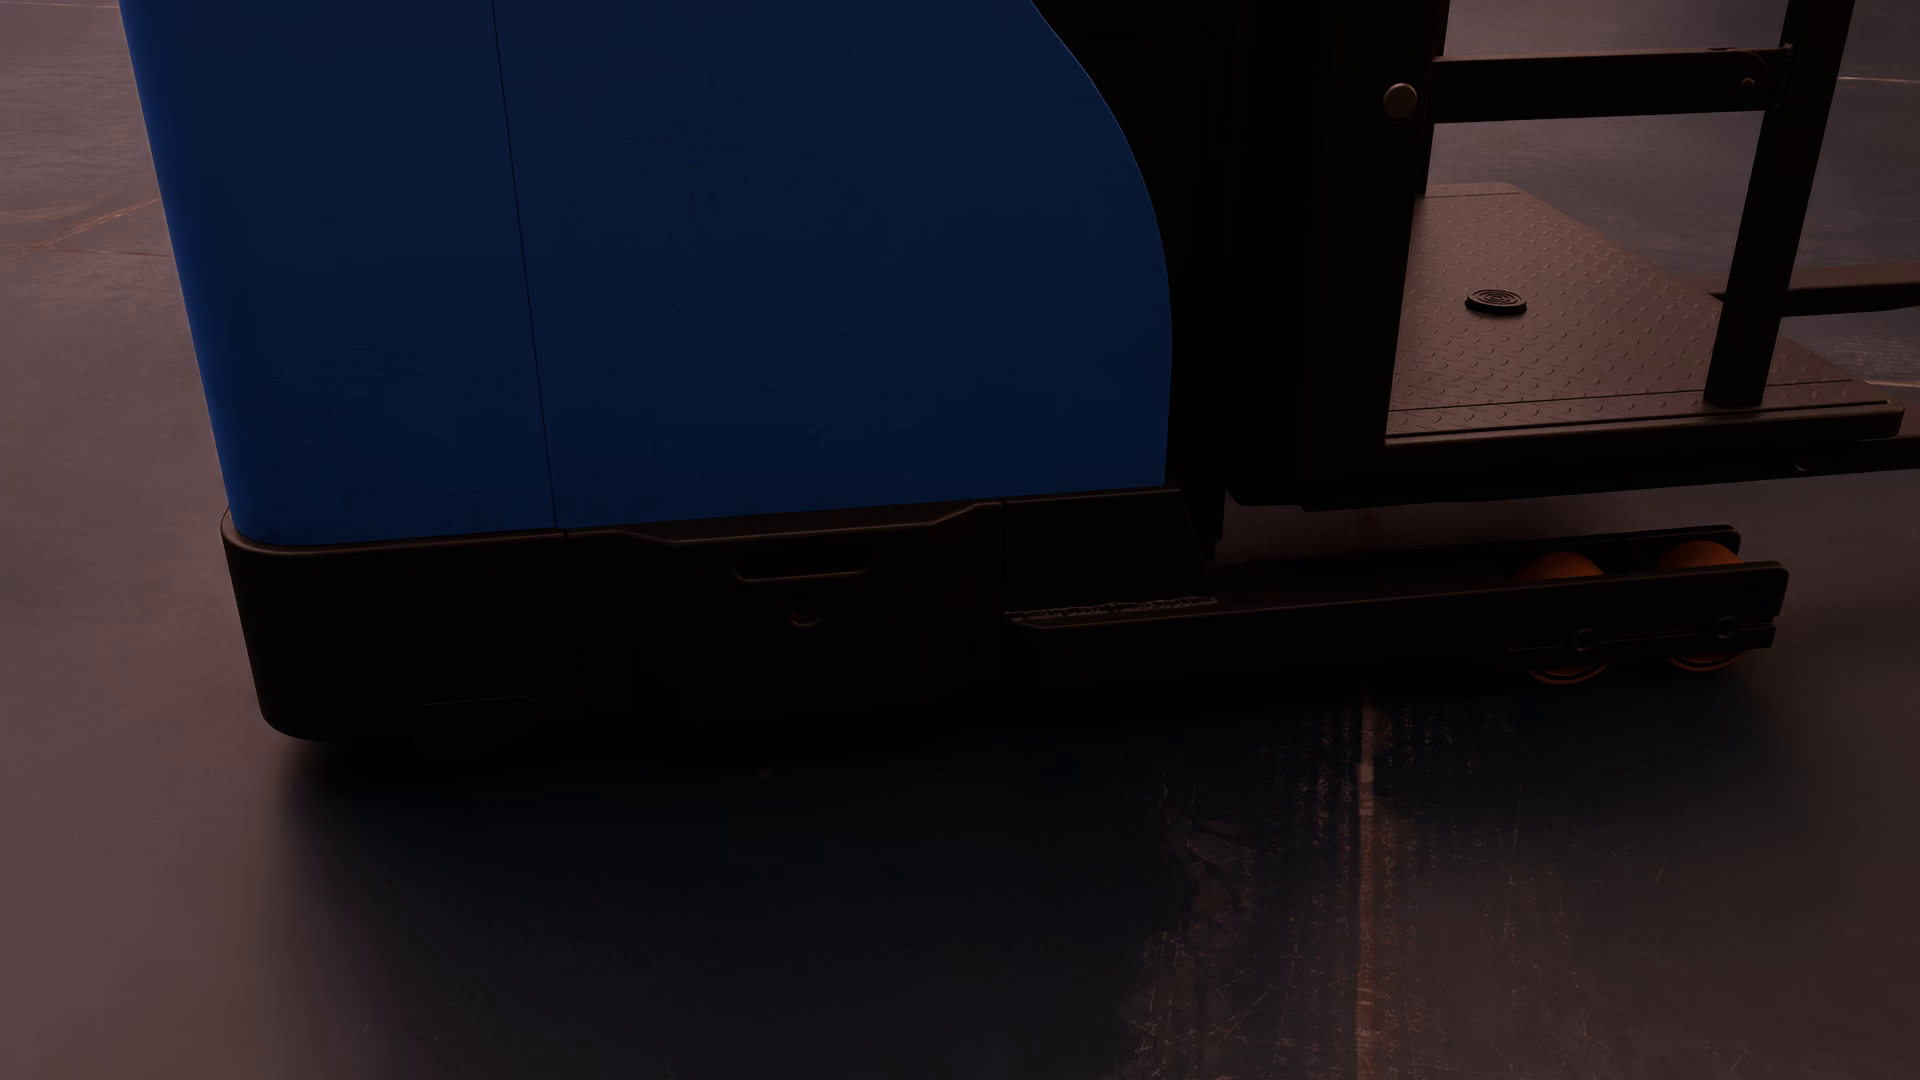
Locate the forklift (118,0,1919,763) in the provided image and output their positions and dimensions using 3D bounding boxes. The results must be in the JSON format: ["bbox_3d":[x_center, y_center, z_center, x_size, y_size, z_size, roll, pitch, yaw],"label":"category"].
[{"bbox_3d":[0.600,-1.354,1.930,3.031,2.935,1.130,-4,27,-9],"label":"forklift"}]
